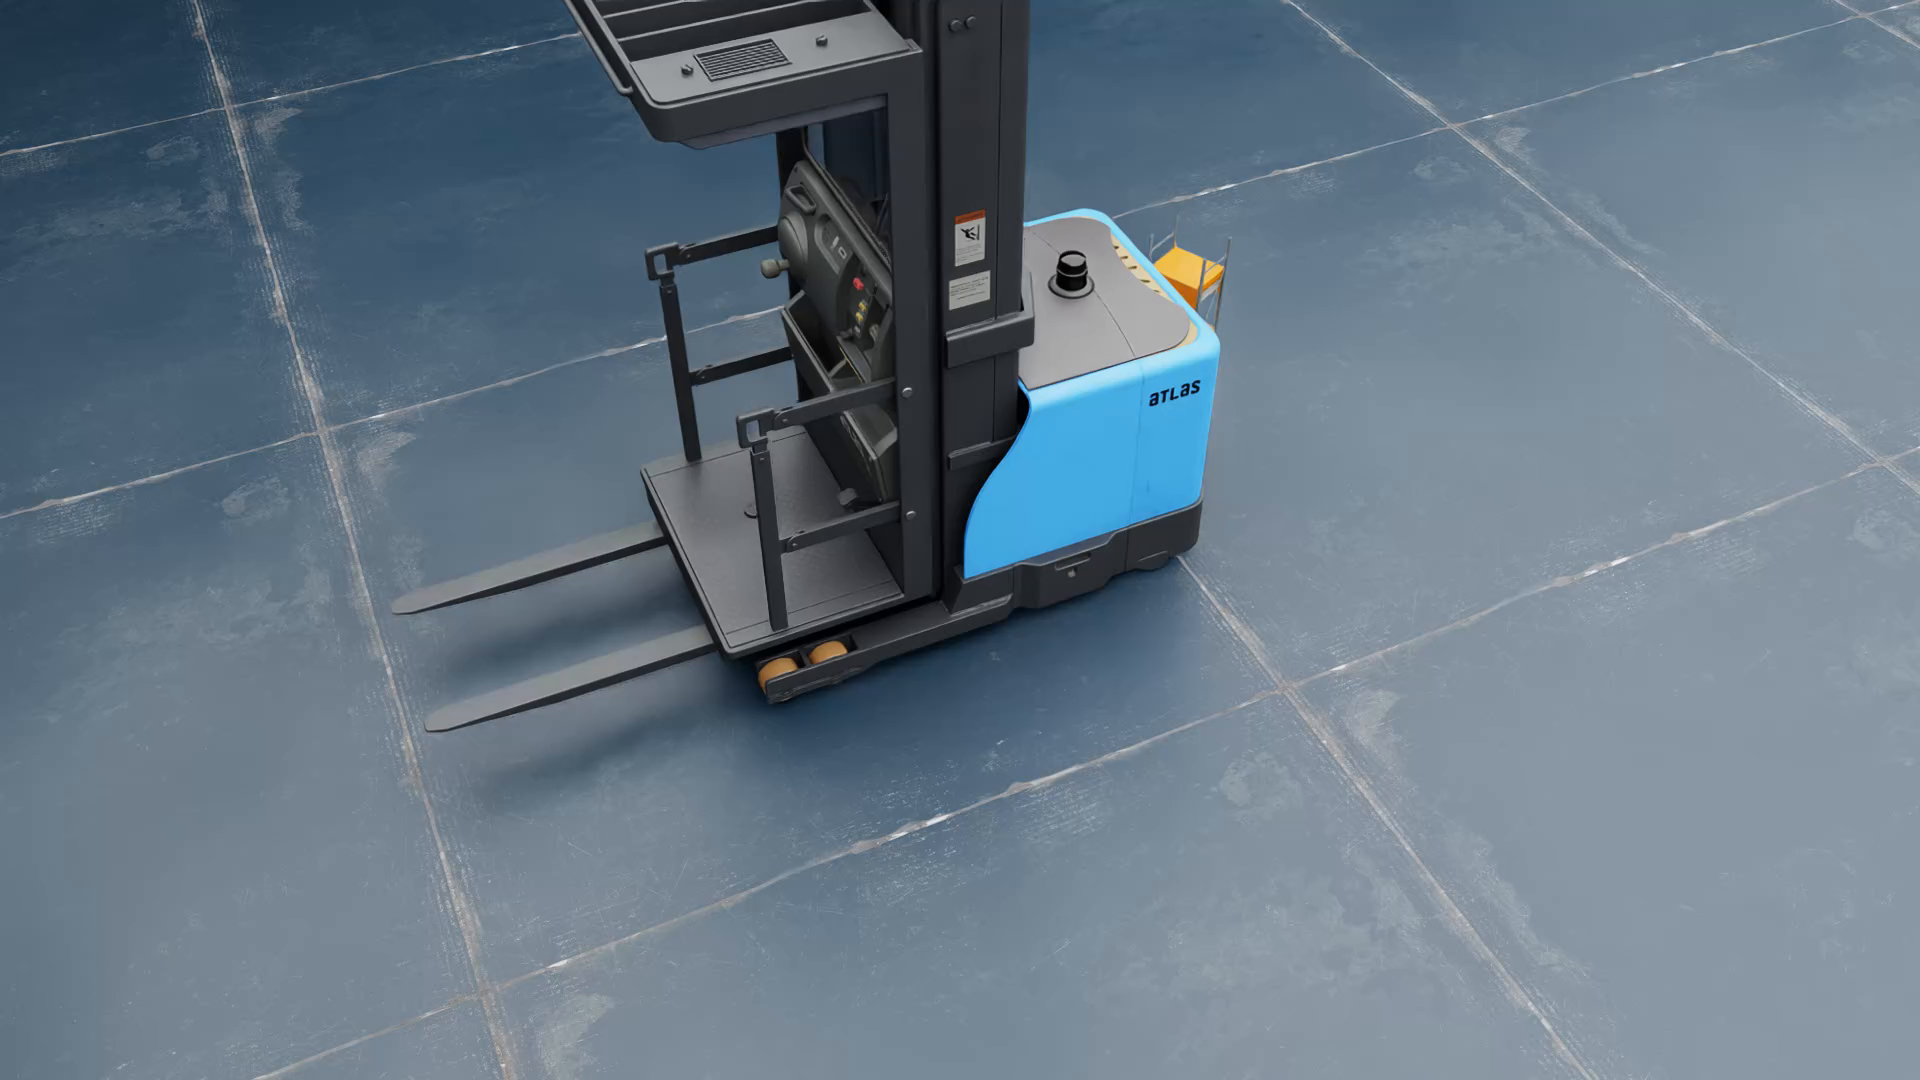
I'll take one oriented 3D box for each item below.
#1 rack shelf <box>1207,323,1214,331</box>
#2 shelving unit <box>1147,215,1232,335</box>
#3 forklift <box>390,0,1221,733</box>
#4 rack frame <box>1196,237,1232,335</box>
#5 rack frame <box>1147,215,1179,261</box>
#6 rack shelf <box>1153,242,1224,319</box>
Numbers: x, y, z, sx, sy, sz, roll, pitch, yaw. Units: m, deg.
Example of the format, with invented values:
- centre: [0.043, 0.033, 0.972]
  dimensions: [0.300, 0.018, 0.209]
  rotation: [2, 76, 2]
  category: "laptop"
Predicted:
- centre: [0.880, -0.780, 6.801]
  dimensions: [0.240, 0.259, 0.215]
  rotation: [29, 49, 26]
  category: "rack shelf"
- centre: [0.880, -0.788, 6.794]
  dimensions: [0.252, 1.050, 0.215]
  rotation: [29, 49, 26]
  category: "shelving unit"
- centre: [-0.607, -0.872, 5.547]
  dimensions: [3.031, 2.935, 1.130]
  rotation: [-18, 47, -17]
  category: "forklift"
- centre: [0.976, -0.735, 6.741]
  dimensions: [0.008, 1.050, 0.200]
  rotation: [29, 49, 26]
  category: "rack frame"
- centre: [0.784, -0.841, 6.848]
  dimensions: [0.008, 1.050, 0.200]
  rotation: [29, 49, 26]
  category: "rack frame"
- centre: [0.887, -0.988, 6.609]
  dimensions: [0.240, 0.259, 0.215]
  rotation: [29, 49, 26]
  category: "rack shelf"
